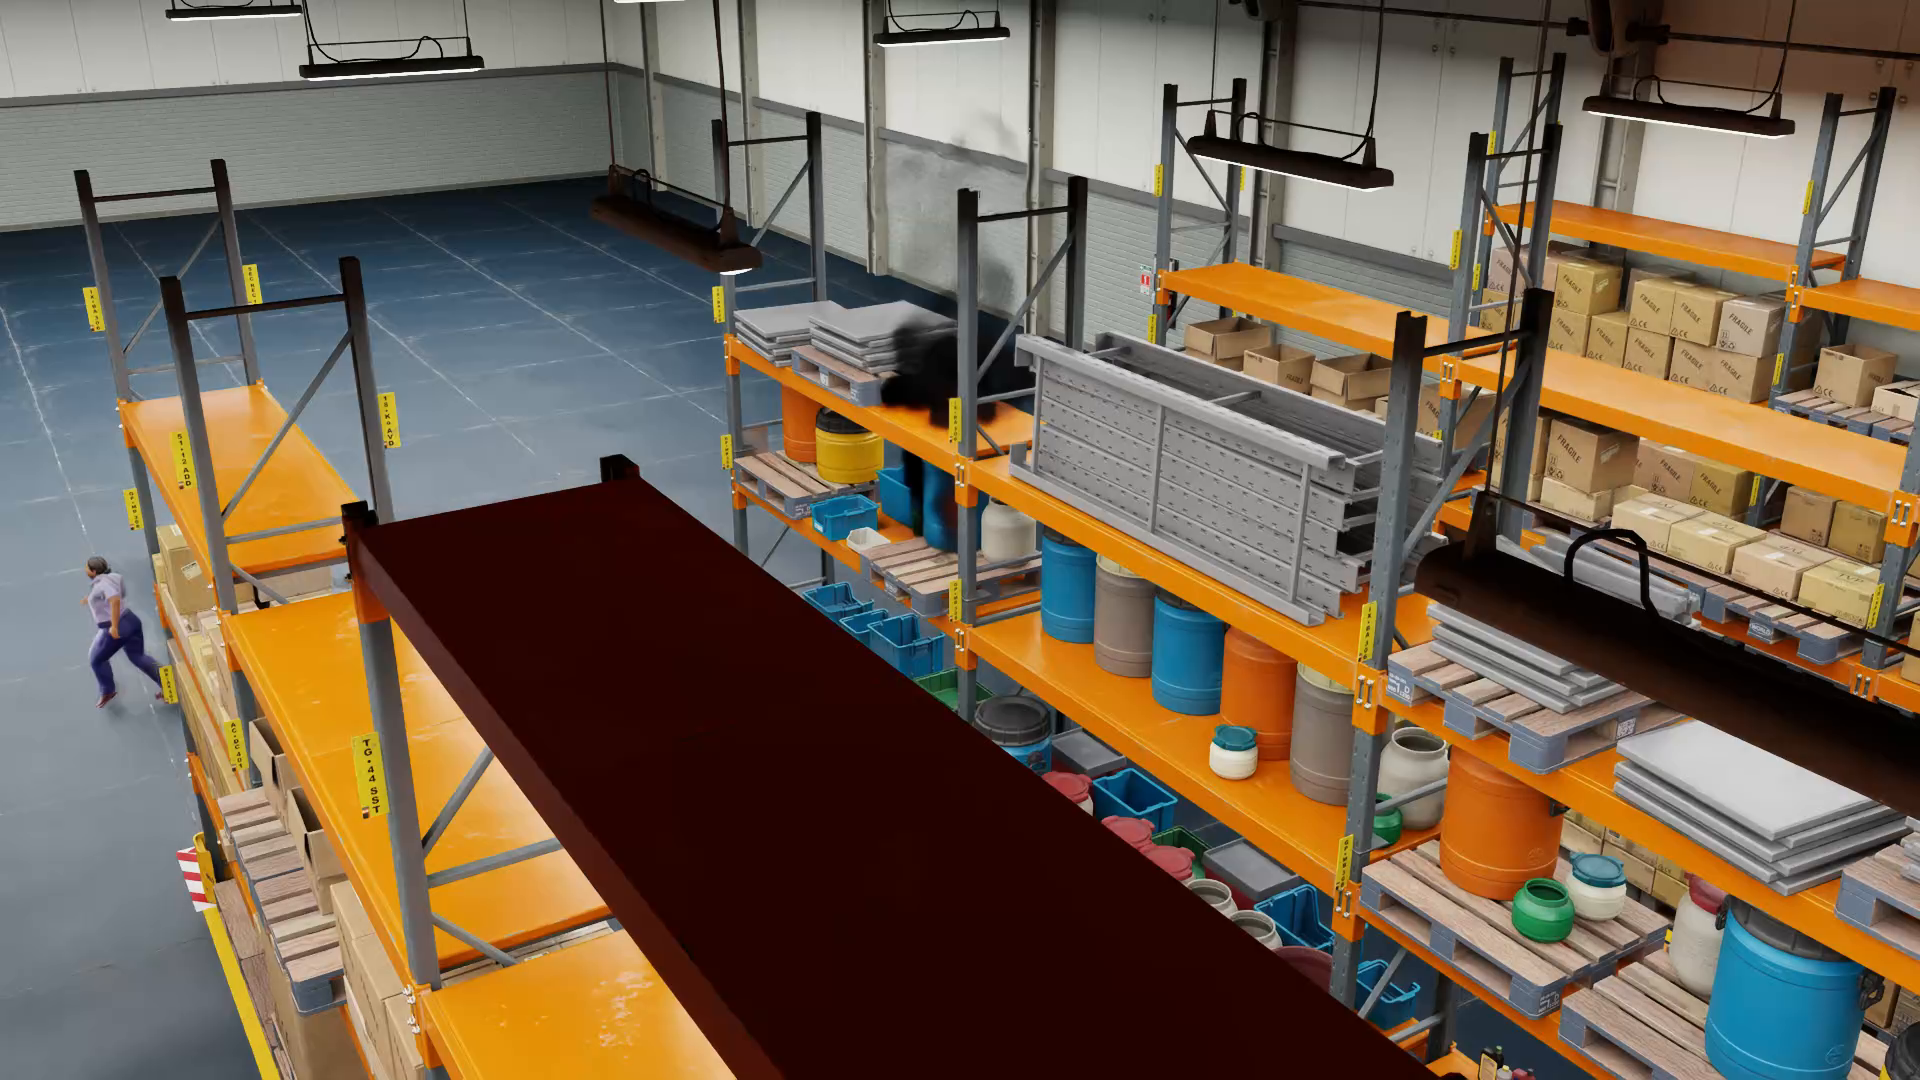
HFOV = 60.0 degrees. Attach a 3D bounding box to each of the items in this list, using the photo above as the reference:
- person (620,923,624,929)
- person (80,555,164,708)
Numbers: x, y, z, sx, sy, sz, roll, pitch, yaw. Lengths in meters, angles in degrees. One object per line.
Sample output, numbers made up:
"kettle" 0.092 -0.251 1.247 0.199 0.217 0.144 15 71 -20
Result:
"person" -2.451 2.559 12.787 0.597 1.663 0.564 17 28 37
"person" -8.481 0.949 16.862 0.877 1.694 0.627 0 22 1
